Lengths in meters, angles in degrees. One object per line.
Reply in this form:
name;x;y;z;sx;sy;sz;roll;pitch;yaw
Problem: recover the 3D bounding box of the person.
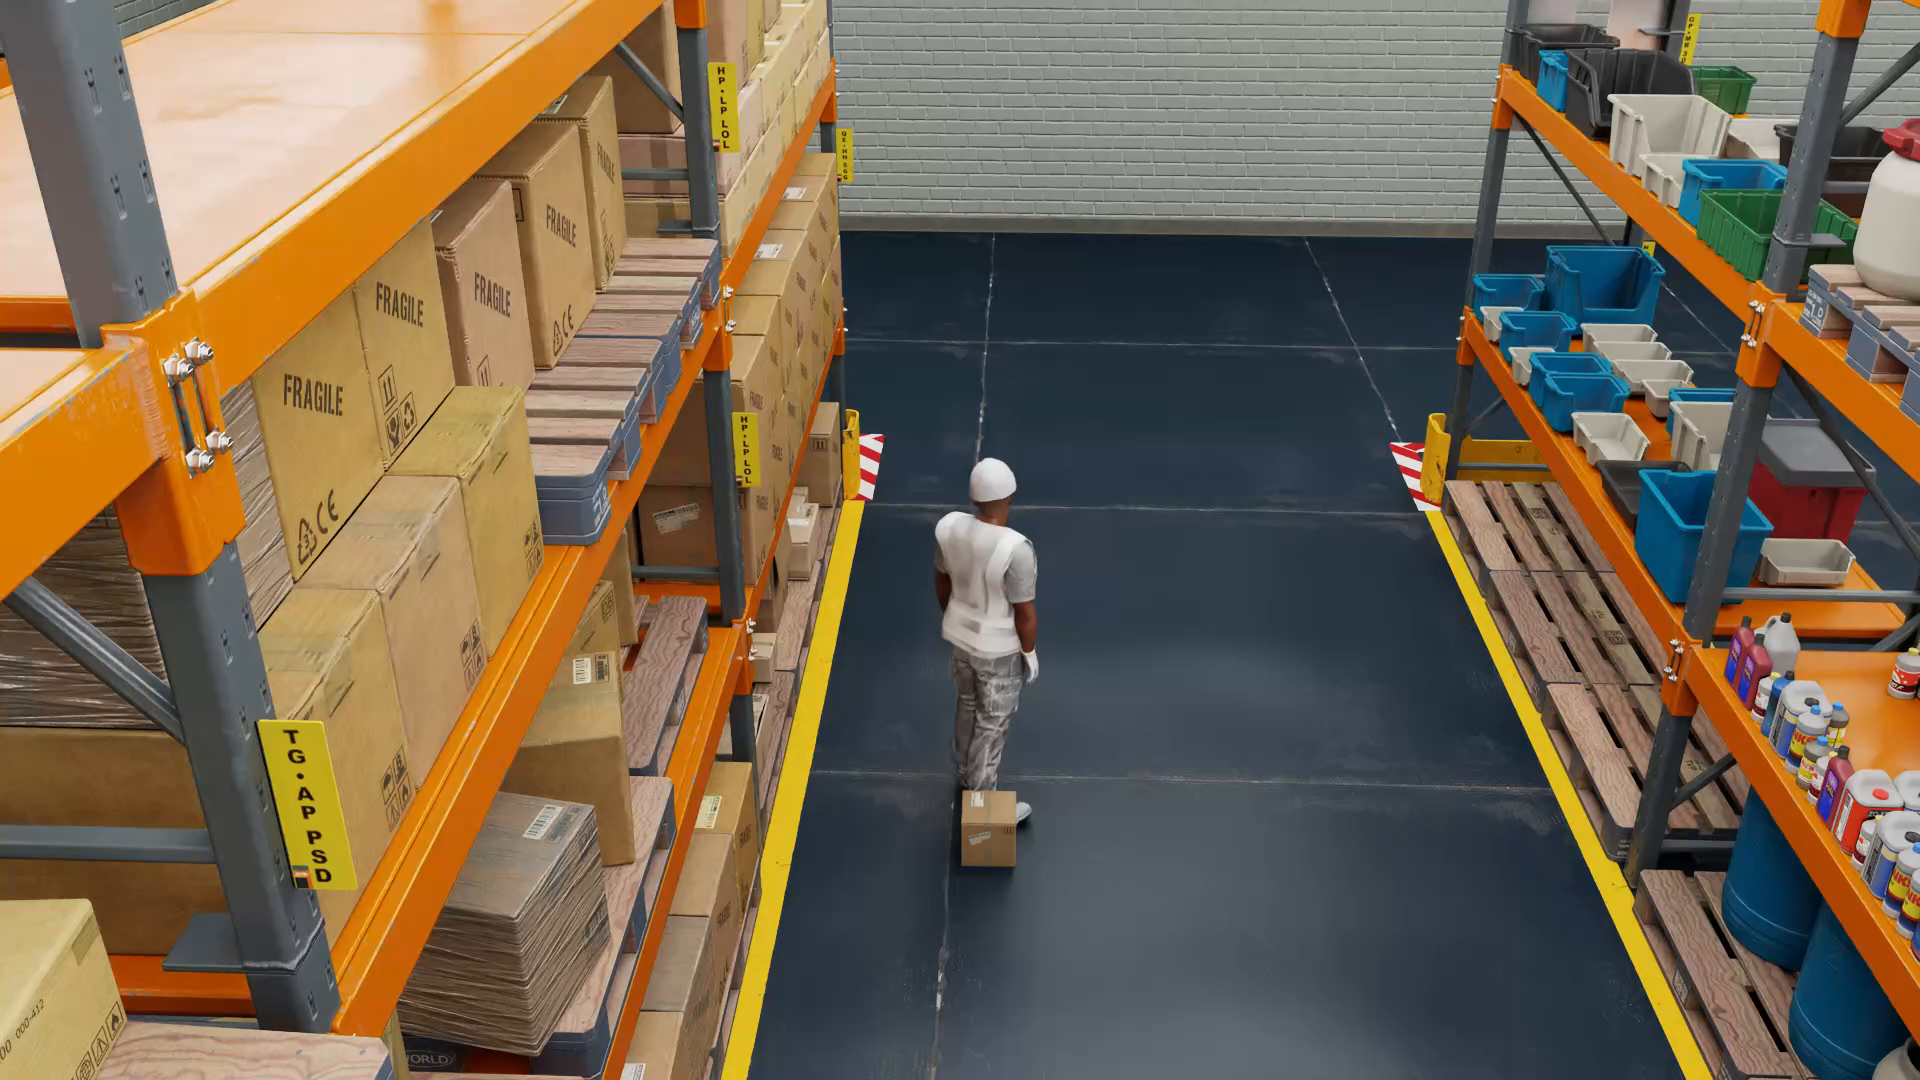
person;0.139;0.451;7.694;0.485;1.785;0.584;-23;35;-36
